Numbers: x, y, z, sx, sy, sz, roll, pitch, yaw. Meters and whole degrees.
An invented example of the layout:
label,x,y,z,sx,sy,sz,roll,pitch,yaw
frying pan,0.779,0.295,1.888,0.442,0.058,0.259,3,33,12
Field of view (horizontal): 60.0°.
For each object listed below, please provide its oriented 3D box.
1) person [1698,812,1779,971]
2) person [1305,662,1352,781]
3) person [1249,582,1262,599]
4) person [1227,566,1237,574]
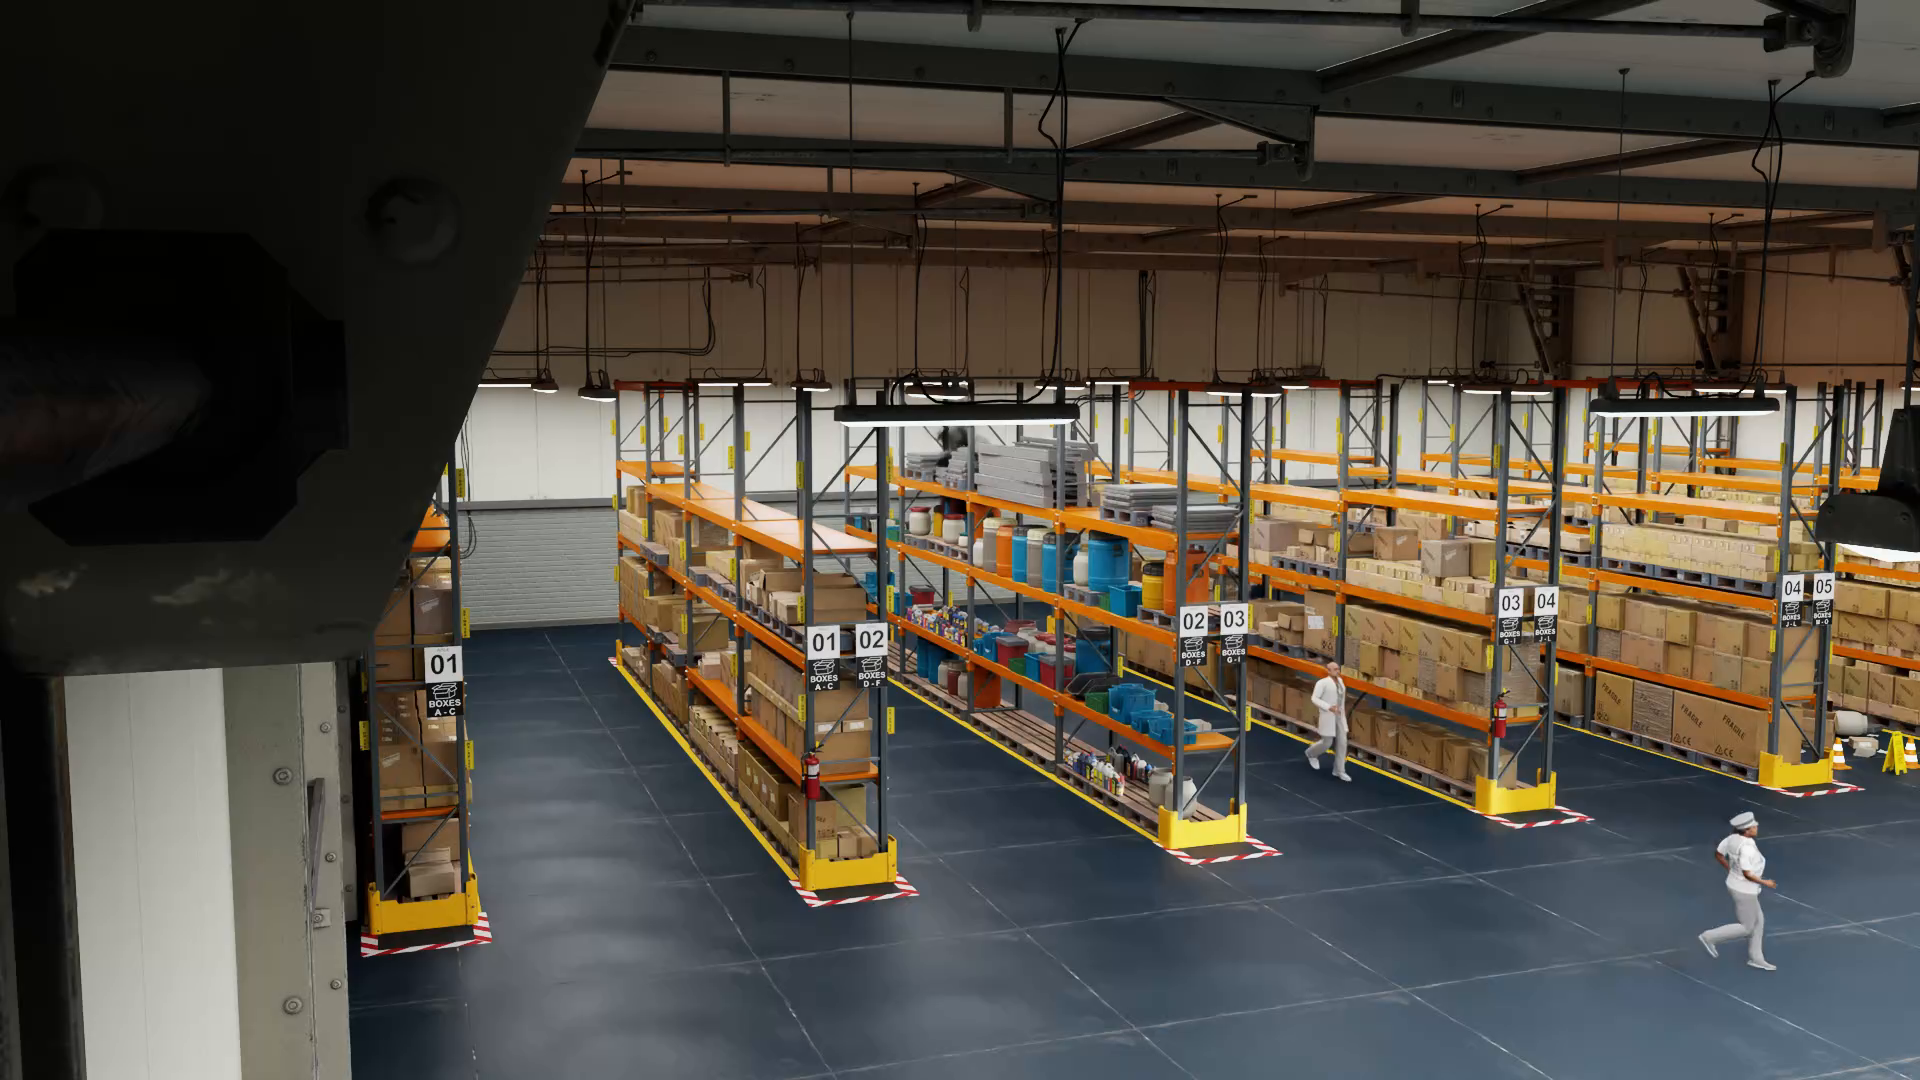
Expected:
label,x,y,z,sx,sy,sz,roll,pitch,yaw
person,8.160,3.675,17.418,0.827,1.696,0.588,1,6,6
person,5.684,2.754,25.570,0.711,1.779,0.959,-3,7,-27
person,7.525,1.155,41.602,0.711,1.607,0.535,-1,6,-11
person,6.574,1.199,40.890,0.607,1.673,0.698,-3,7,-28
